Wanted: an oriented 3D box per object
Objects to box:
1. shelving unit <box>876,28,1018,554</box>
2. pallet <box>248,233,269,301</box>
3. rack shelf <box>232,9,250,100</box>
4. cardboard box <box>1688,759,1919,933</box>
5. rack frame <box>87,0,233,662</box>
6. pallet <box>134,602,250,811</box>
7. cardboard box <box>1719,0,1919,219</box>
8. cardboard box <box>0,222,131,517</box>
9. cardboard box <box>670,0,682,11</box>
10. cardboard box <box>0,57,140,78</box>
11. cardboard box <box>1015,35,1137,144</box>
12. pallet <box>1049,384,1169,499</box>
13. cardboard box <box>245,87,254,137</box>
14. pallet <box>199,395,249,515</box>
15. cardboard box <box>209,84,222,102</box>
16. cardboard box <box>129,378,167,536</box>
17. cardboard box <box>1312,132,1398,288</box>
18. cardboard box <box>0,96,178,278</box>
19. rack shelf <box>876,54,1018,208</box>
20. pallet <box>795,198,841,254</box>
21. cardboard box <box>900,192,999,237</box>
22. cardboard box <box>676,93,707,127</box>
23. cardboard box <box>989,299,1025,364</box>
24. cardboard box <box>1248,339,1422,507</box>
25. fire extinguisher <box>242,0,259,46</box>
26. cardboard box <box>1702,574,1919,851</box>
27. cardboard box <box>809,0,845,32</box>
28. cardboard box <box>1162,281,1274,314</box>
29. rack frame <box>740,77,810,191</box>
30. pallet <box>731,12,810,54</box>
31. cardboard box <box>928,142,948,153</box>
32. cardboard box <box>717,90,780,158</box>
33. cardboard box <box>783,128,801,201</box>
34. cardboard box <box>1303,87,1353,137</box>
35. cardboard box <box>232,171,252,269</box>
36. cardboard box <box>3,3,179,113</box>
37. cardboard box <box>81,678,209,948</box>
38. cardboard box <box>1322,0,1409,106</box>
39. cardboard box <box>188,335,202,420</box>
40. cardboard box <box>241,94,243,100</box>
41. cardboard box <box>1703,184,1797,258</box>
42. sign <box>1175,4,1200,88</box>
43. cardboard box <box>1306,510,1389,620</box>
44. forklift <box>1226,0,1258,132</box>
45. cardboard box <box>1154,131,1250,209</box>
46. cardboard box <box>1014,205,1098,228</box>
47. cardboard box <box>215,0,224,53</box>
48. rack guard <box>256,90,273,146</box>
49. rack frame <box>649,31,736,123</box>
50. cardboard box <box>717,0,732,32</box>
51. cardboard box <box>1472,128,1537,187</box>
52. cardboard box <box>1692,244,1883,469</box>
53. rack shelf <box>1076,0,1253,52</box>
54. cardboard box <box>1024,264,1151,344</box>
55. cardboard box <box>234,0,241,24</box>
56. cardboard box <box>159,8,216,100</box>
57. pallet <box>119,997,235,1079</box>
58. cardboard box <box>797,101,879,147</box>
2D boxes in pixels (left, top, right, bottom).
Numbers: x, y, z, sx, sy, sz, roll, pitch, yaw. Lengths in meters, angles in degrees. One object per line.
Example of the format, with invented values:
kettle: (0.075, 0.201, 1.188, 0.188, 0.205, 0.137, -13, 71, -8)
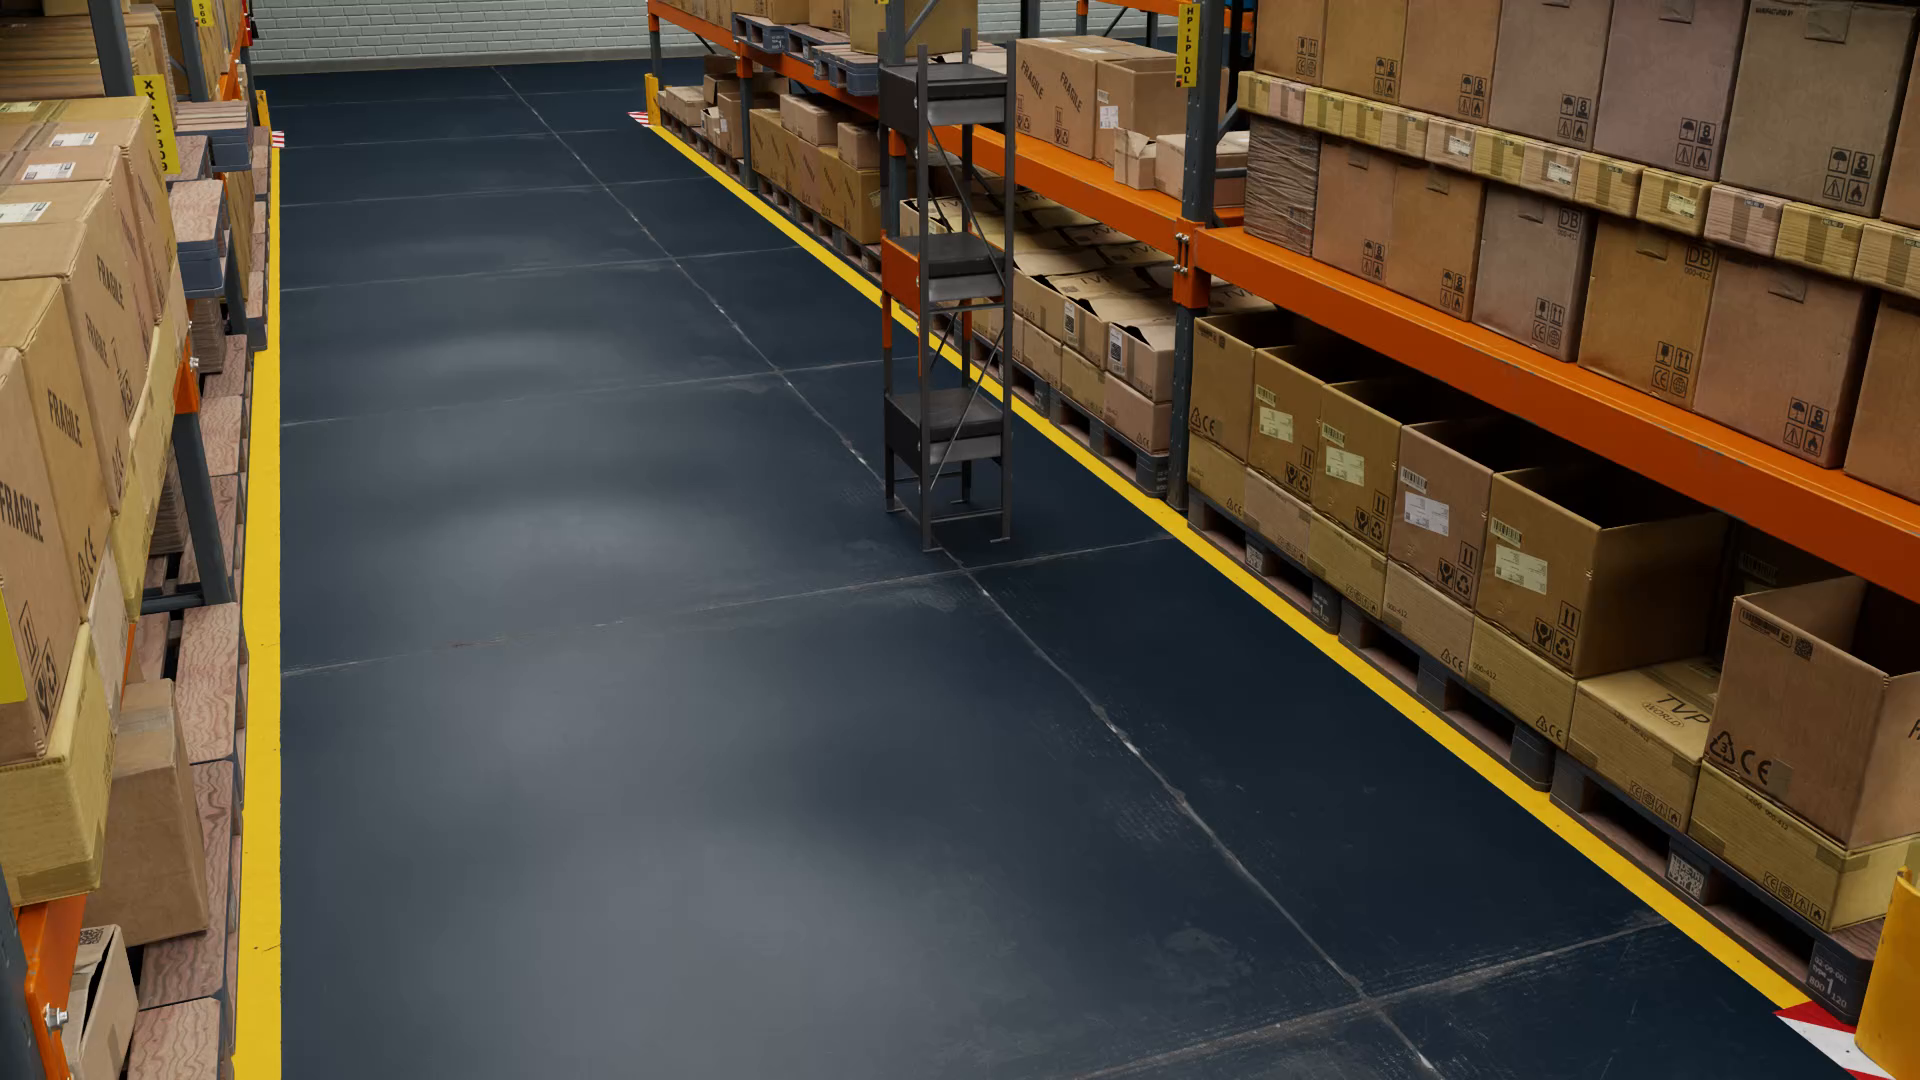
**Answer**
shelving unit: (-0.058, -1.028, 6.985, 0.431, 2.100, 0.503, -8, 24, -19)
pallet: (-5.246, -1.821, 11.298, 1.003, 0.211, 1.213, -8, 24, -19)
rack shelf: (-6.730, -4.215, 14.315, 1.077, 0.370, 4.000, -8, 24, -19)
cardboard box: (2.383, 0.779, 4.540, 0.500, 0.250, 0.500, -8, 24, -19)
rack frame: (-3.197, -0.913, 5.554, 1.000, 3.000, 0.127, -8, 24, -19)
pallet: (-2.927, 0.611, 5.528, 1.003, 0.211, 1.213, -8, 24, -19)
cardboard box: (2.486, -1.165, 4.354, 0.700, 0.500, 0.500, -9, 24, -20)
cardboard box: (-2.014, -0.329, 3.372, 0.500, 0.500, 0.500, -9, 25, -21)
cardboard box: (-2.532, -5.433, 16.150, 0.500, 0.500, 0.500, -8, 24, -19)
cardboard box: (-3.536, -1.555, 6.383, 0.700, 0.500, 0.500, -6, 24, -14)
cardboard box: (0.631, -2.486, 9.158, 0.500, 0.500, 0.500, -10, 25, -22)
pallet: (1.139, -0.571, 8.334, 1.003, 0.211, 1.213, -8, 24, -19)
cardboard box: (-7.096, -4.074, 15.732, 0.700, 0.500, 0.500, -8, 24, -19)
pallet: (-3.909, -0.355, 7.820, 1.003, 0.211, 1.213, -8, 24, -19)
cardboard box: (-4.606, -2.612, 9.883, 0.380, 0.149, 0.250, -8, 24, -17)
cardboard box: (-2.207, -0.177, 3.976, 0.500, 0.250, 0.500, -8, 24, -19)
cardboard box: (1.791, -1.289, 6.317, 0.700, 0.500, 0.500, -9, 24, -20)
cardboard box: (-2.741, -1.069, 5.127, 0.500, 0.500, 0.500, -8, 24, -19)
rack shelf: (-0.058, -1.660, 6.718, 0.431, 0.518, 0.480, -8, 24, -19)
pallet: (-0.633, -2.481, 12.866, 1.003, 0.211, 1.213, -8, 24, -19)
cardboard box: (-0.067, -2.002, 10.415, 0.500, 0.311, 0.500, -7, 24, -17)
cardboard box: (-2.524, -4.290, 16.540, 0.500, 0.250, 0.500, -8, 24, -19)
cardboard box: (0.481, -1.186, 9.202, 0.500, 0.250, 0.500, -8, 24, -18)
cardboard box: (1.491, -0.474, 6.547, 0.500, 0.500, 0.500, -8, 24, -19)
fire extinguisher: (-7.058, -5.184, 16.267, 0.296, 0.674, 0.183, -8, 24, -19)
cardboard box: (2.381, 0.433, 4.394, 0.500, 0.500, 0.500, -8, 24, -19)
cardboard box: (-0.709, -4.107, 12.463, 0.700, 0.500, 0.500, -15, 27, -32)
cardboard box: (1.351, -1.146, 8.384, 0.500, 0.311, 0.500, -9, 24, -20)
rack frame: (-1.391, -4.501, 14.066, 1.000, 3.000, 0.127, -8, 24, -19)
pallet: (-1.210, -4.107, 13.379, 1.003, 0.211, 1.213, -8, 24, -19)
cardboard box: (-0.234, -2.675, 12.387, 0.500, 0.500, 0.500, -9, 24, -20)
cardboard box: (-1.857, -3.720, 14.865, 0.500, 0.500, 0.500, -8, 24, -19)
cardboard box: (-1.079, -2.968, 13.081, 0.500, 0.500, 0.500, -8, 24, -18)
cardboard box: (1.531, -1.630, 6.291, 0.380, 0.149, 0.250, -9, 24, -20)
cardboard box: (-5.051, -2.174, 10.772, 0.750, 0.750, 0.750, -8, 24, -19)
cardboard box: (-4.435, -2.446, 8.496, 0.700, 0.500, 0.500, -11, 25, -25)
cardboard box: (-2.358, 0.745, 4.272, 0.700, 0.500, 0.500, -10, 25, -22)
cardboard box: (1.778, -1.894, 6.083, 0.700, 0.500, 0.500, -8, 24, -19)
cardboard box: (-4.032, -0.783, 7.898, 0.700, 0.500, 0.500, -8, 24, -19)
cardboard box: (-6.142, -3.596, 13.761, 0.380, 0.149, 0.250, -8, 24, -17)
cardboard box: (2.264, -0.878, 4.507, 0.380, 0.149, 0.250, -8, 24, -18)
sign: (0.931, -2.013, 6.775, 0.100, 0.325, 0.005, -8, 24, -19)
cardboard box: (1.659, 0.054, 6.258, 0.500, 0.250, 0.500, -8, 24, -19)
forklift: (2.169, -2.851, 10.241, 1.130, 2.935, 3.031, 1, 23, 4)
cardboard box: (1.221, -1.698, 7.609, 0.500, 0.250, 0.500, -7, 24, -16)
cardboard box: (0.628, -1.888, 10.144, 0.500, 0.311, 0.500, -9, 24, -20)
cardboard box: (-5.266, -3.511, 11.181, 0.500, 0.500, 0.500, -8, 24, -19)
rack guard: (-7.445, -4.130, 16.405, 1.175, 0.500, 0.348, -8, 24, -19)
rack frame: (-2.804, -5.954, 17.515, 1.000, 3.000, 0.127, -8, 24, -19)
cardboard box: (-1.807, -4.693, 14.394, 0.500, 0.500, 0.500, -8, 24, -18)
cardboard box: (1.900, -1.252, 5.396, 0.380, 0.149, 0.250, -9, 24, -19)
cardboard box: (2.506, -0.548, 4.560, 0.700, 0.500, 0.500, -8, 24, -18)
rack shelf: (2.538, -5.574, 17.540, 1.077, 0.370, 4.000, -8, 24, -19)
cardboard box: (0.661, -1.257, 8.647, 0.500, 0.311, 0.500, -8, 24, -19)
cardboard box: (-6.980, -4.965, 14.781, 0.980, 0.700, 0.700, -9, 24, -19)
cardboard box: (-4.543, -2.770, 9.423, 0.500, 0.500, 0.500, -8, 24, -17)
pallet: (-2.065, 1.498, 3.425, 1.003, 0.211, 1.213, -8, 24, -19)
cardboard box: (-0.917, -3.142, 12.530, 0.500, 0.250, 0.500, -9, 24, -20)
